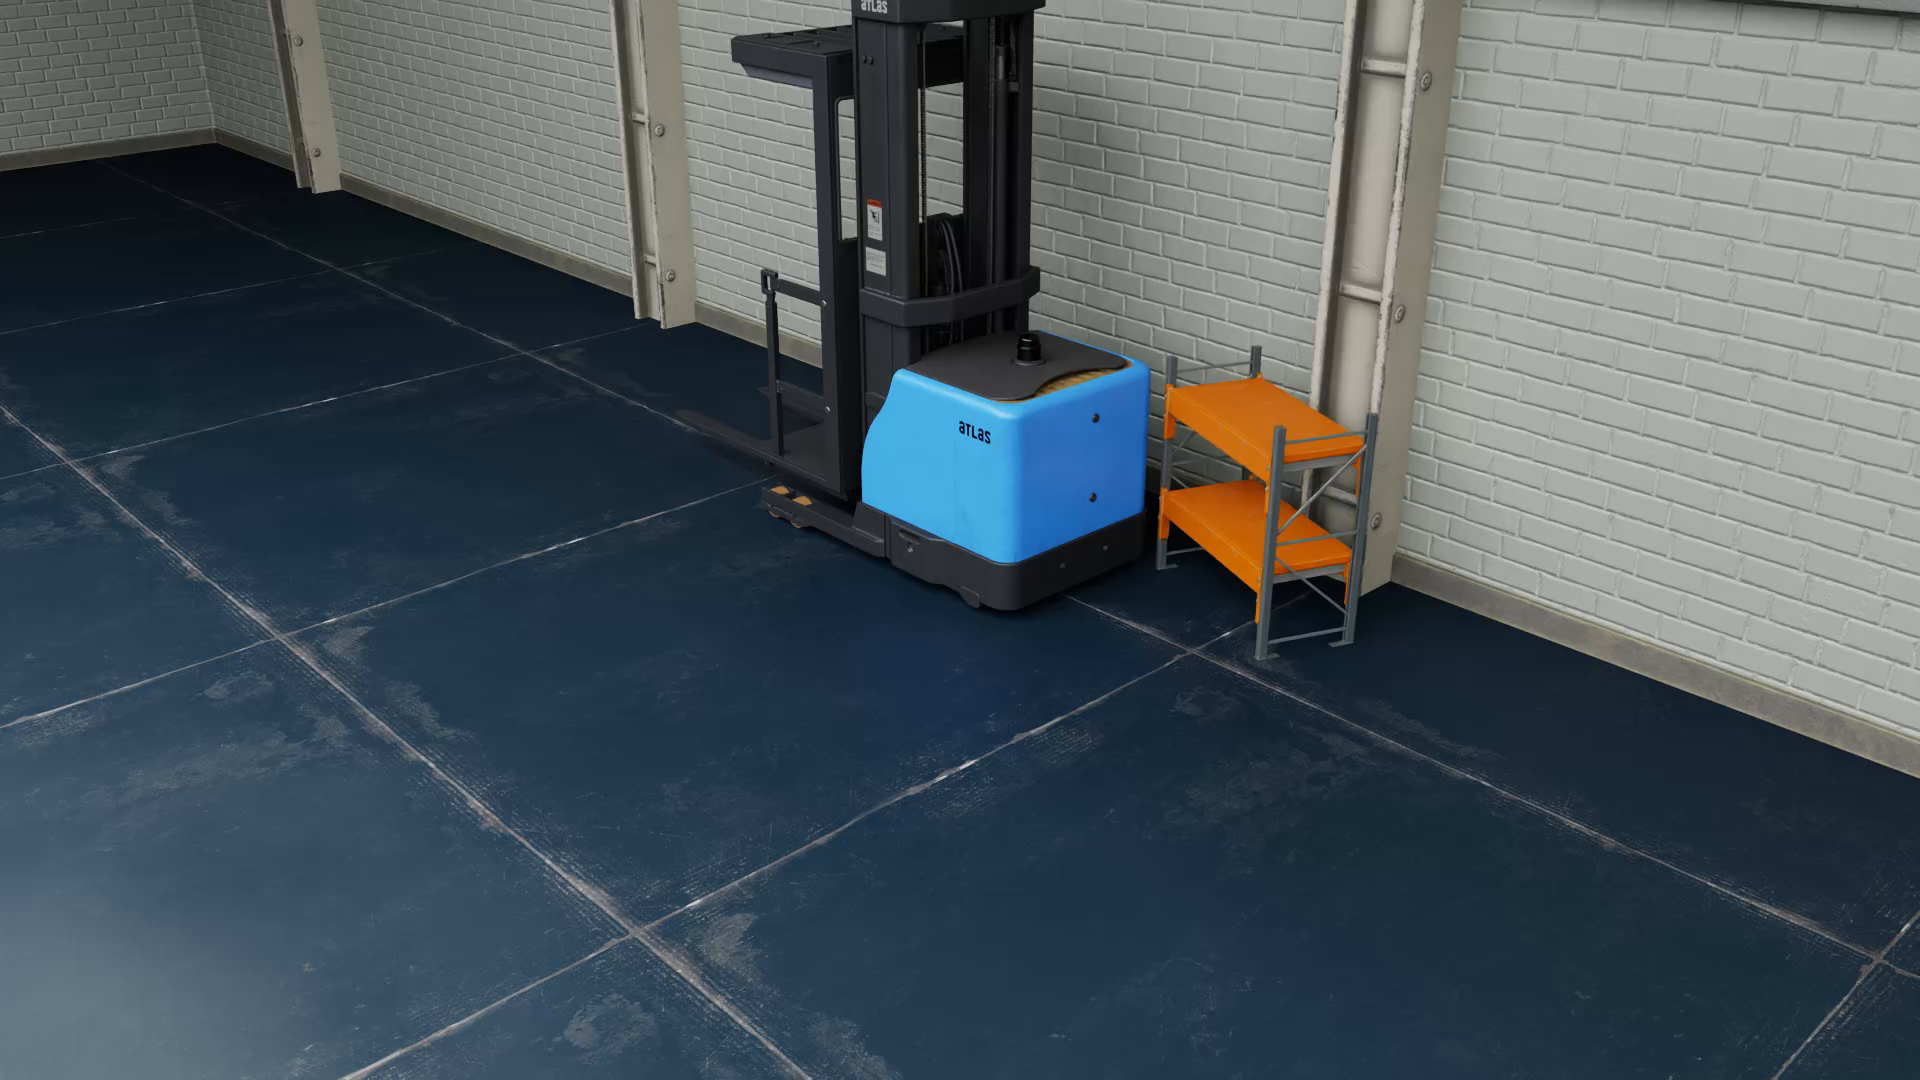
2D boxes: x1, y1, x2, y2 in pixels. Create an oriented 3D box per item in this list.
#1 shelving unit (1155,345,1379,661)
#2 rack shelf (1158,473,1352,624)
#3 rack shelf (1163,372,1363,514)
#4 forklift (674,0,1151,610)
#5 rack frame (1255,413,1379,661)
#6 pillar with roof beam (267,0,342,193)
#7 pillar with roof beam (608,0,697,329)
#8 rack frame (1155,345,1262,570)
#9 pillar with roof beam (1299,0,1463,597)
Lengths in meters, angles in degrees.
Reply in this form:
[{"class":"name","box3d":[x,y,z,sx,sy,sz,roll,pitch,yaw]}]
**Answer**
[{"class":"shelving unit","box3d":[1.407,-0.202,7.837,0.538,1.125,1.048,-9,26,-18]},{"class":"rack shelf","box3d":[1.407,0.021,7.938,0.538,0.278,1.000,-9,26,-18]},{"class":"rack shelf","box3d":[1.407,-0.468,7.716,0.538,0.278,1.000,-9,26,-18]},{"class":"forklift","box3d":[-0.428,-1.525,8.562,1.130,2.935,3.031,-21,32,-38]},{"class":"rack frame","box3d":[1.582,-0.004,7.403,0.500,1.125,0.032,-9,26,-18]},{"class":"pillar with roof beam","box3d":[-9.419,-6.332,11.787,9.100,9.000,0.400,-21,32,-38]},{"class":"pillar with roof beam","box3d":[-5.318,-4.514,7.803,9.100,9.000,0.400,-21,32,-38]},{"class":"rack frame","box3d":[1.232,-0.400,8.271,0.500,1.125,0.032,-9,26,-18]},{"class":"pillar with roof beam","box3d":[-1.217,-2.696,3.818,9.100,9.000,0.400,-21,32,-38]}]
